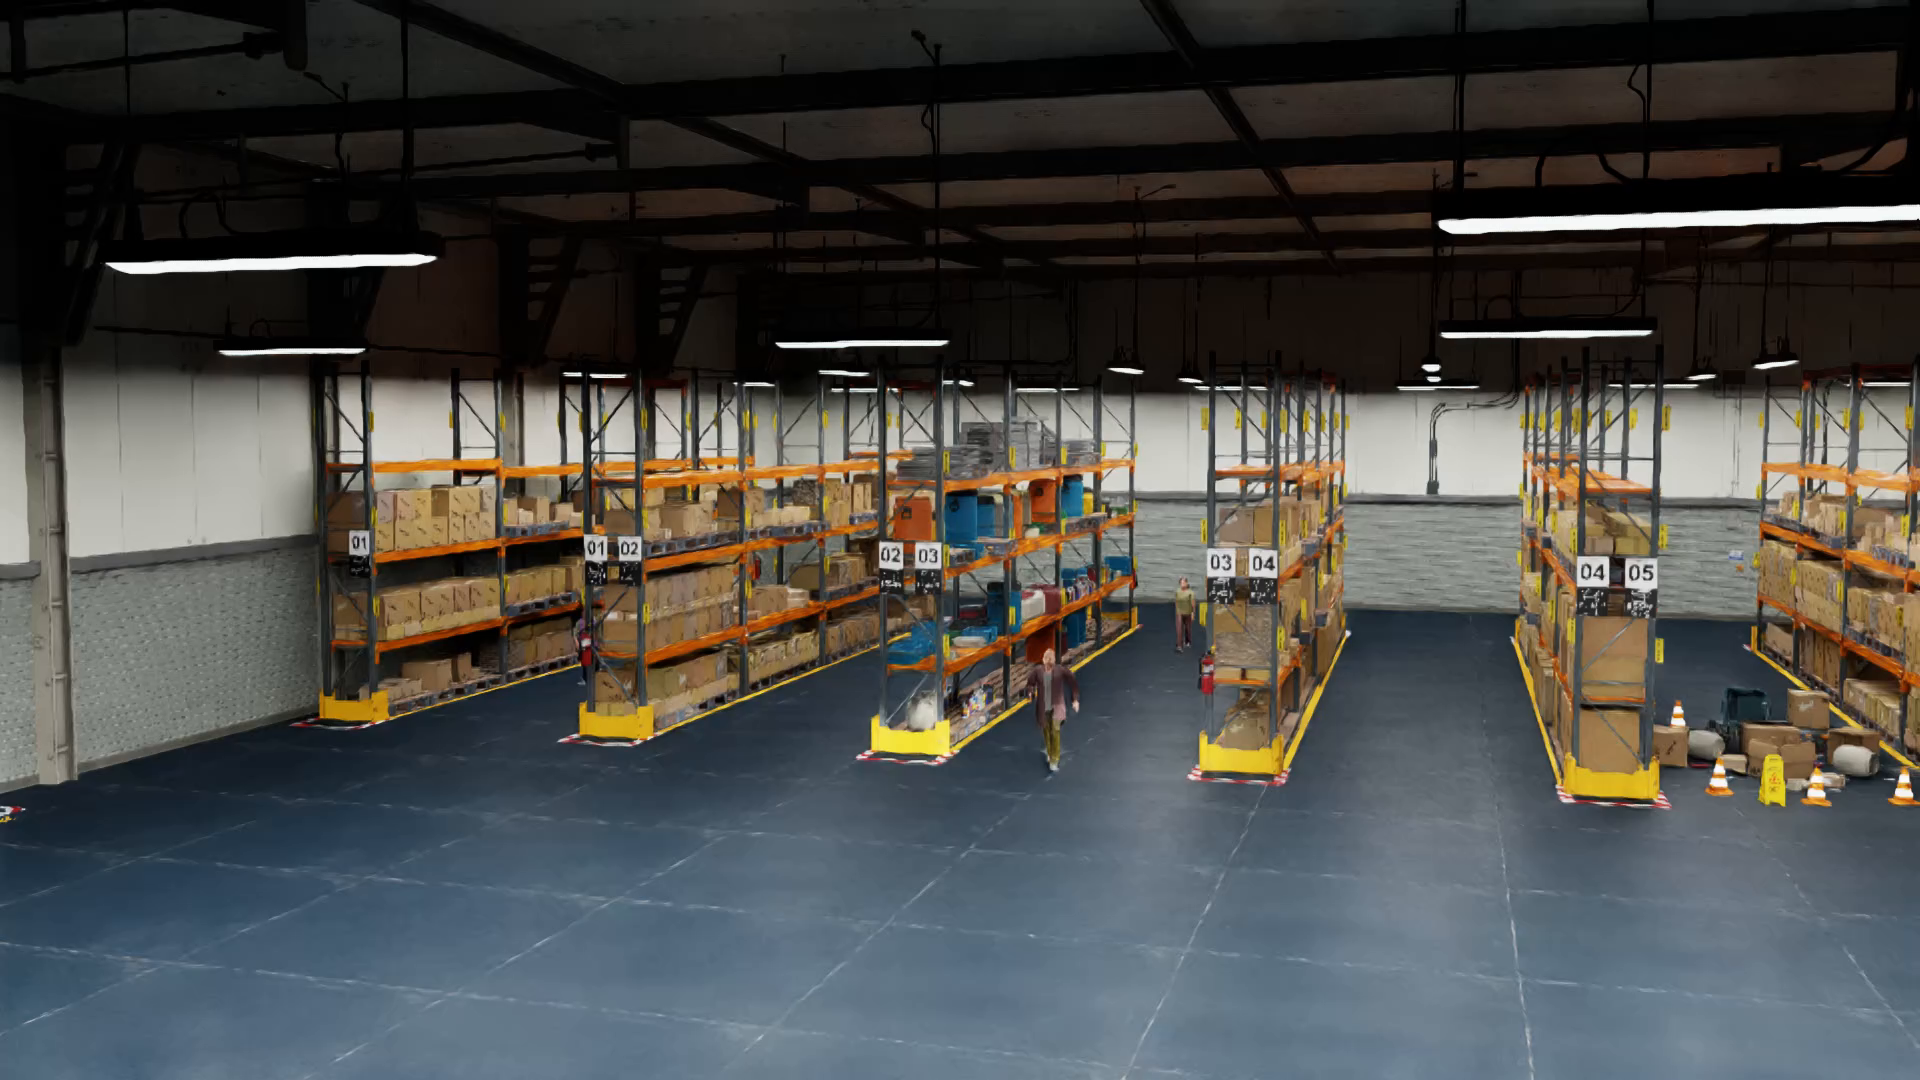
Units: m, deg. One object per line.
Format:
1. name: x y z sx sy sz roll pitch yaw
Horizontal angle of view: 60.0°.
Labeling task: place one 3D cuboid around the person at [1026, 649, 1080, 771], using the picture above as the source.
1. person: 1.317 2.421 24.105 0.736 1.717 0.903 2 4 21

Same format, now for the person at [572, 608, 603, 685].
1. person: -6.964 2.010 31.218 0.562 1.501 0.782 0 4 -1

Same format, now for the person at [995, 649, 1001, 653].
1. person: 0.940 1.645 35.712 0.593 1.629 0.528 1 4 16

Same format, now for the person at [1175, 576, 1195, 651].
1. person: 4.918 1.599 36.322 0.458 1.610 1.019 1 4 15
